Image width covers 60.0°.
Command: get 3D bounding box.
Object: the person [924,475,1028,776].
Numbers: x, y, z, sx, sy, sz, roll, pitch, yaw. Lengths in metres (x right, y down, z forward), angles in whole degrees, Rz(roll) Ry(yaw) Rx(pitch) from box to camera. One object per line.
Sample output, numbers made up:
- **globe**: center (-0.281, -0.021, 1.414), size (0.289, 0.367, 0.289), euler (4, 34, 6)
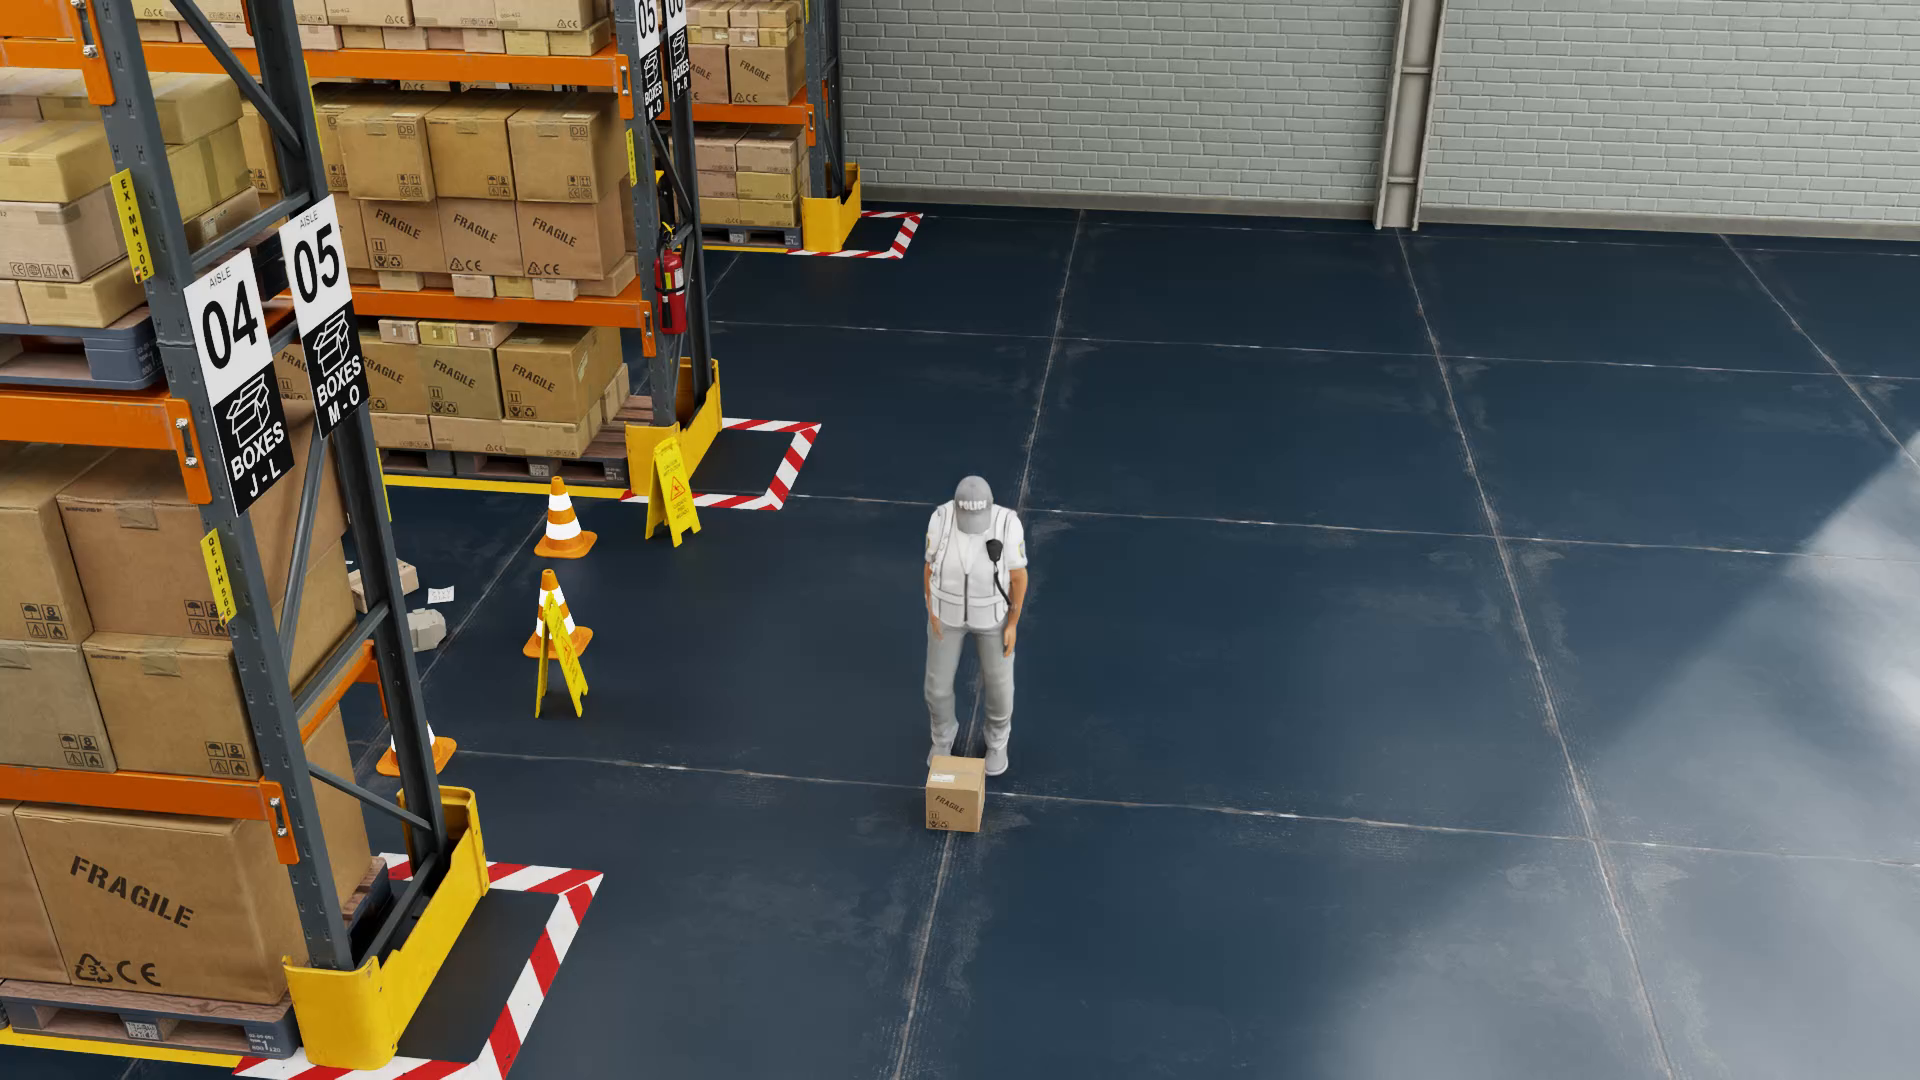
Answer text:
- **person**: center (0.073, 0.389, 7.969), size (0.496, 1.620, 0.479), euler (4, 29, 7)
